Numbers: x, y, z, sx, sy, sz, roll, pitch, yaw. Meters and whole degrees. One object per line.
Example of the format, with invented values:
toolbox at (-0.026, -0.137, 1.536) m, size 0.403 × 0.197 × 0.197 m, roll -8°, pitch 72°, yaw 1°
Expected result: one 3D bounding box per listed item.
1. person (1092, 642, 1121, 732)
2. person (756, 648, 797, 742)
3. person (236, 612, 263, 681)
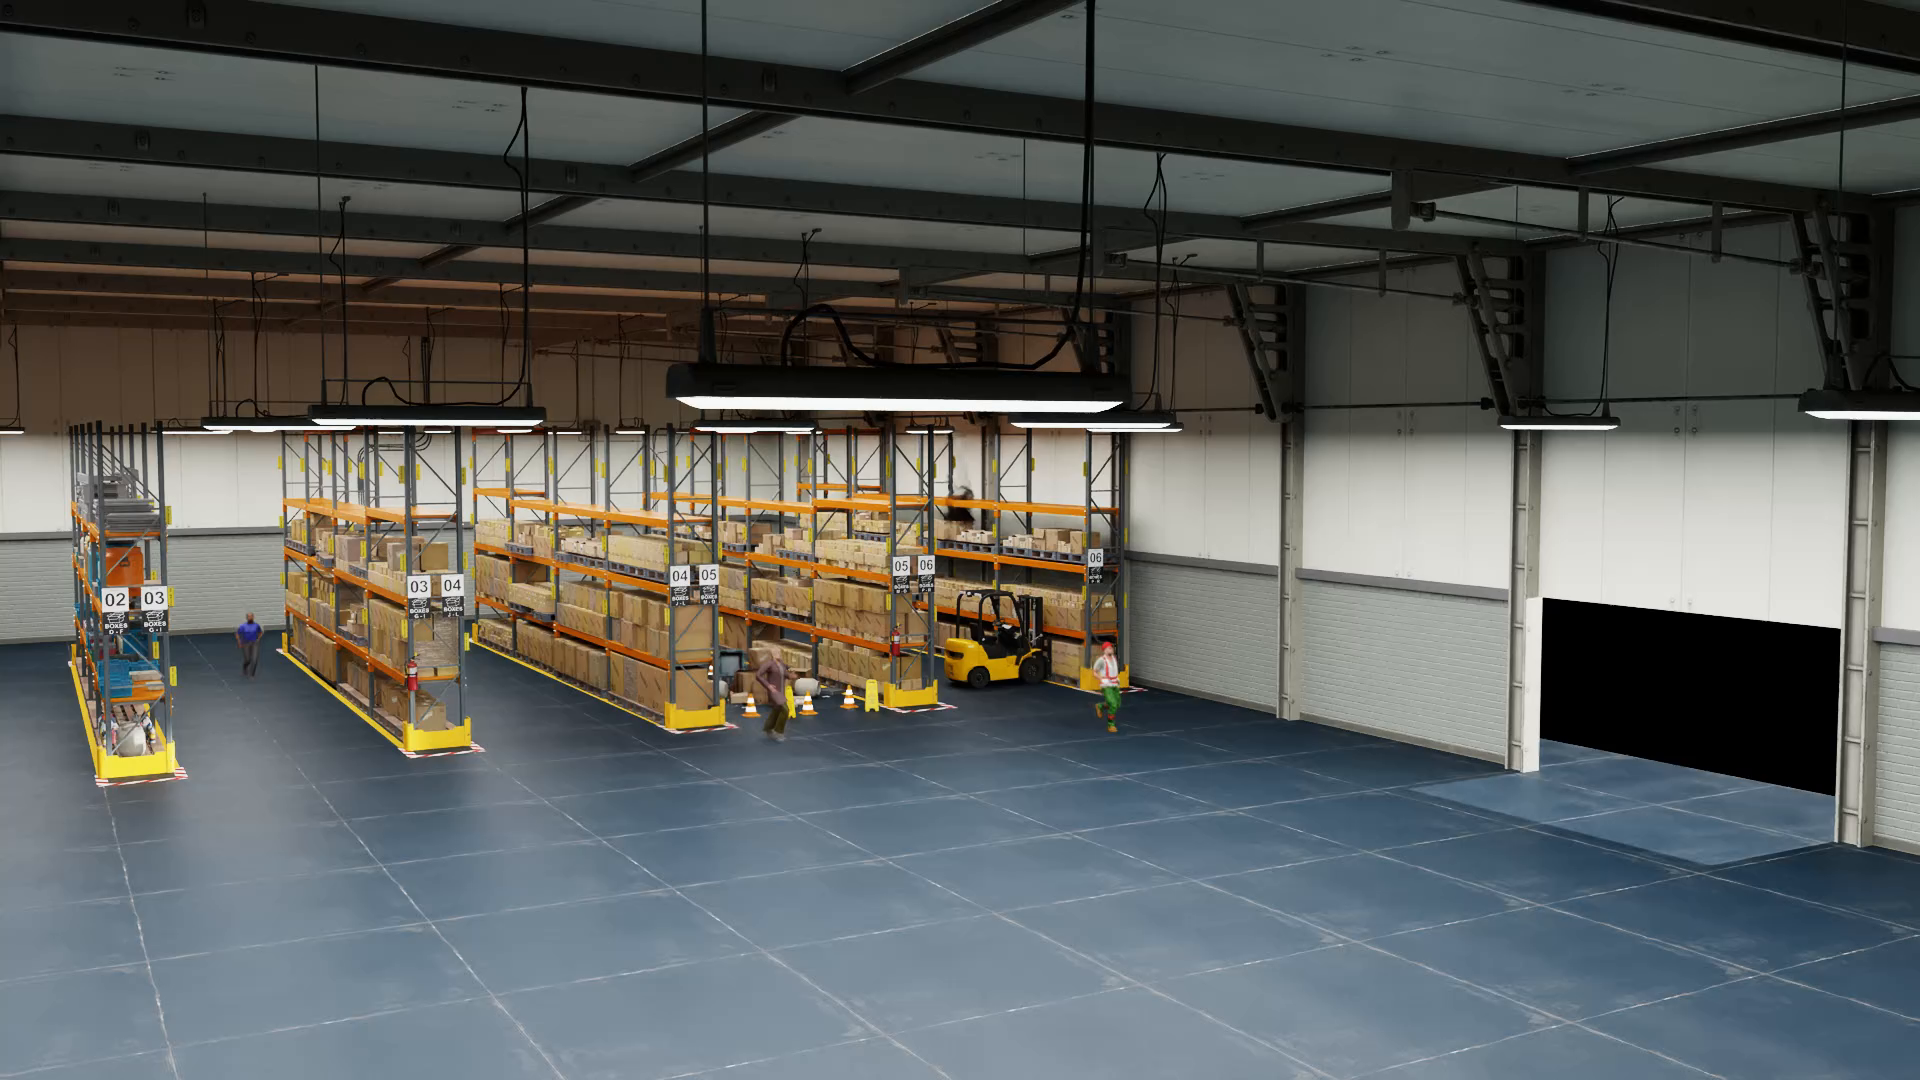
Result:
person at (2.856, 2.856, 32.512) m, size 0.670 × 1.731 × 0.688 m, roll 3°, pitch 5°, yaw 43°
person at (-3.451, 2.920, 31.250) m, size 0.787 × 1.814 × 0.704 m, roll 1°, pitch 4°, yaw 19°
person at (-16.708, 2.510, 39.163) m, size 0.582 × 1.614 × 0.555 m, roll -2°, pitch 4°, yaw -33°
